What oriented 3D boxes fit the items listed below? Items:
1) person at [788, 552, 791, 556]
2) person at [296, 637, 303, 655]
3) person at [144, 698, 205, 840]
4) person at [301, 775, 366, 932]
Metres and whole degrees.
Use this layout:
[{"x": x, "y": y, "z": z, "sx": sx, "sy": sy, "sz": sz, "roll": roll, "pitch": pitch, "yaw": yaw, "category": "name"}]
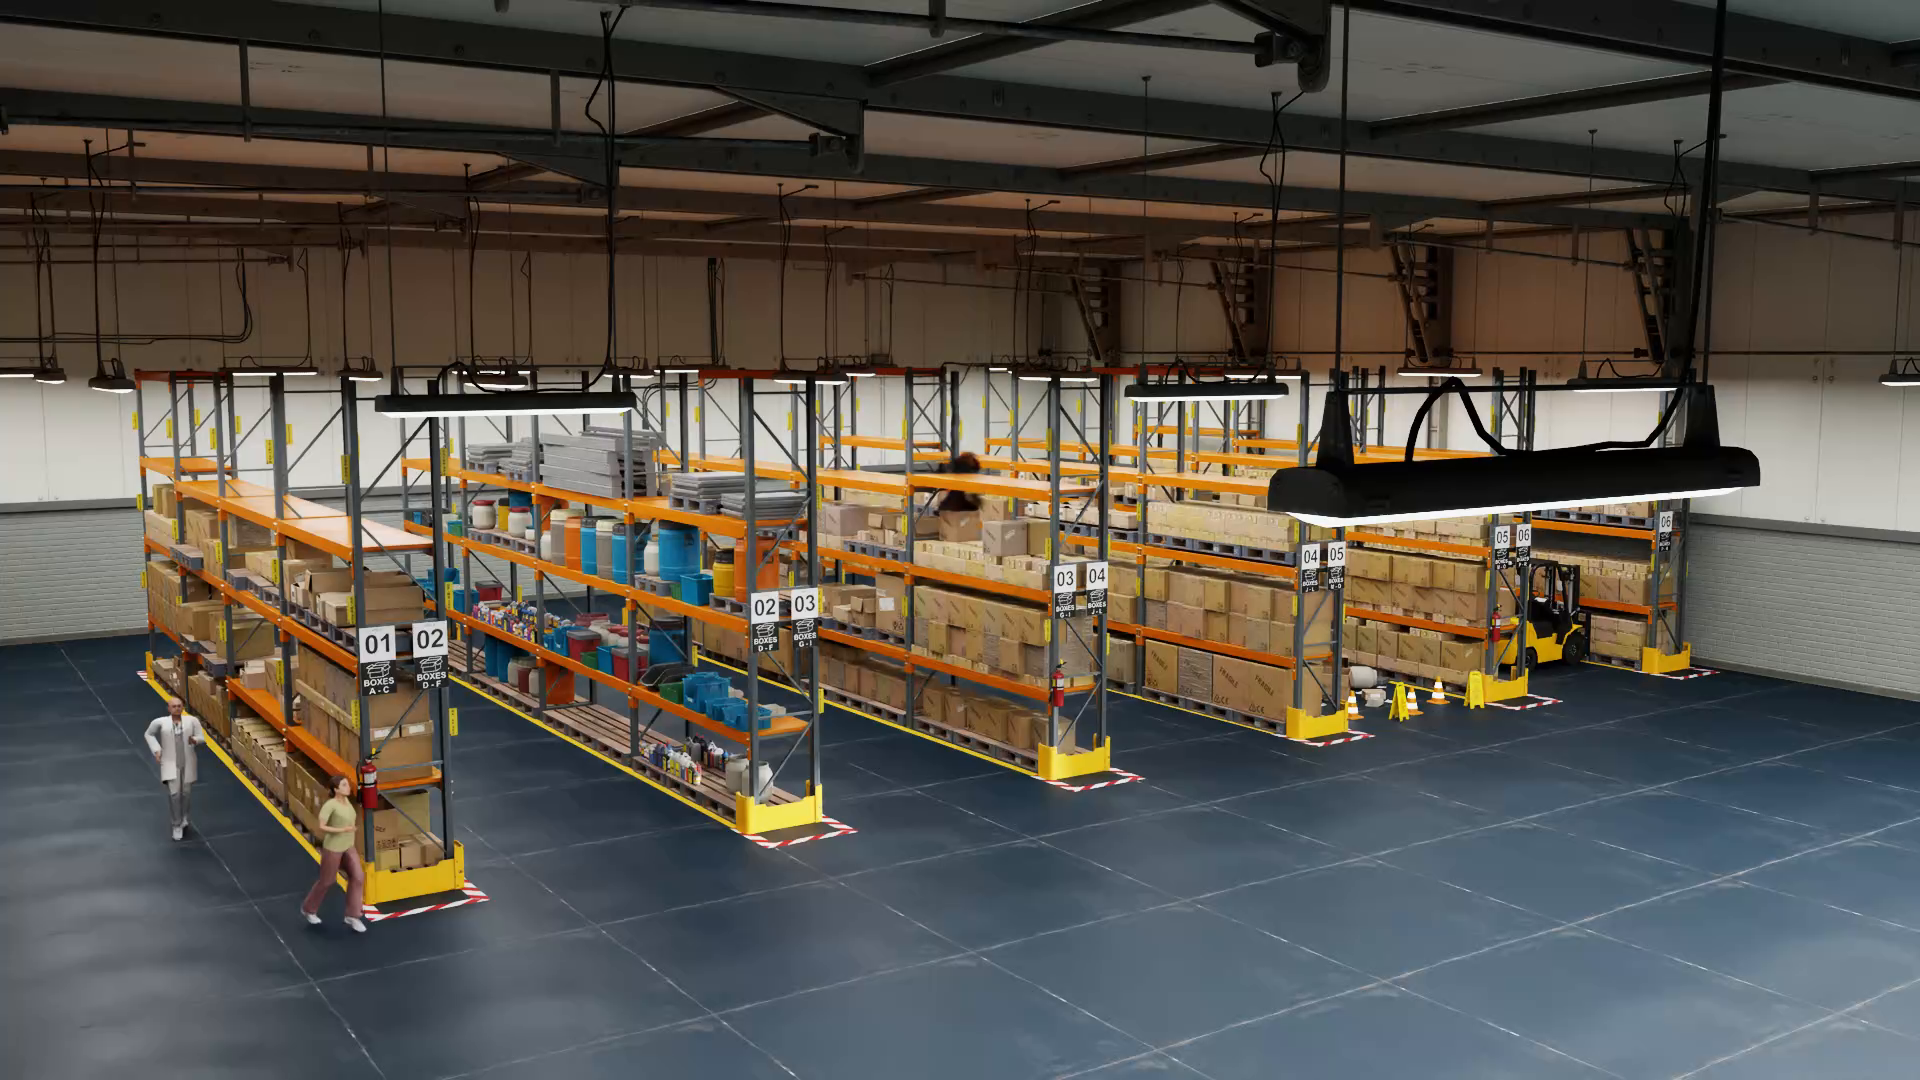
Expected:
[{"x": -3.995, "y": 1.133, "z": 39.131, "sx": 0.603, "sy": 1.684, "sz": 0.706, "roll": -3, "pitch": 7, "yaw": -23, "category": "person"}, {"x": -12.957, "y": 1.848, "z": 32.560, "sx": 0.582, "sy": 1.670, "sz": 0.643, "roll": -6, "pitch": 9, "yaw": -42, "category": "person"}, {"x": -10.282, "y": 2.986, "z": 21.873, "sx": 0.682, "sy": 1.841, "sz": 0.801, "roll": -5, "pitch": 8, "yaw": -36, "category": "person"}, {"x": -6.859, "y": 3.423, "z": 18.346, "sx": 0.844, "sy": 1.687, "sz": 0.603, "roll": 2, "pitch": 7, "yaw": 19, "category": "person"}]
